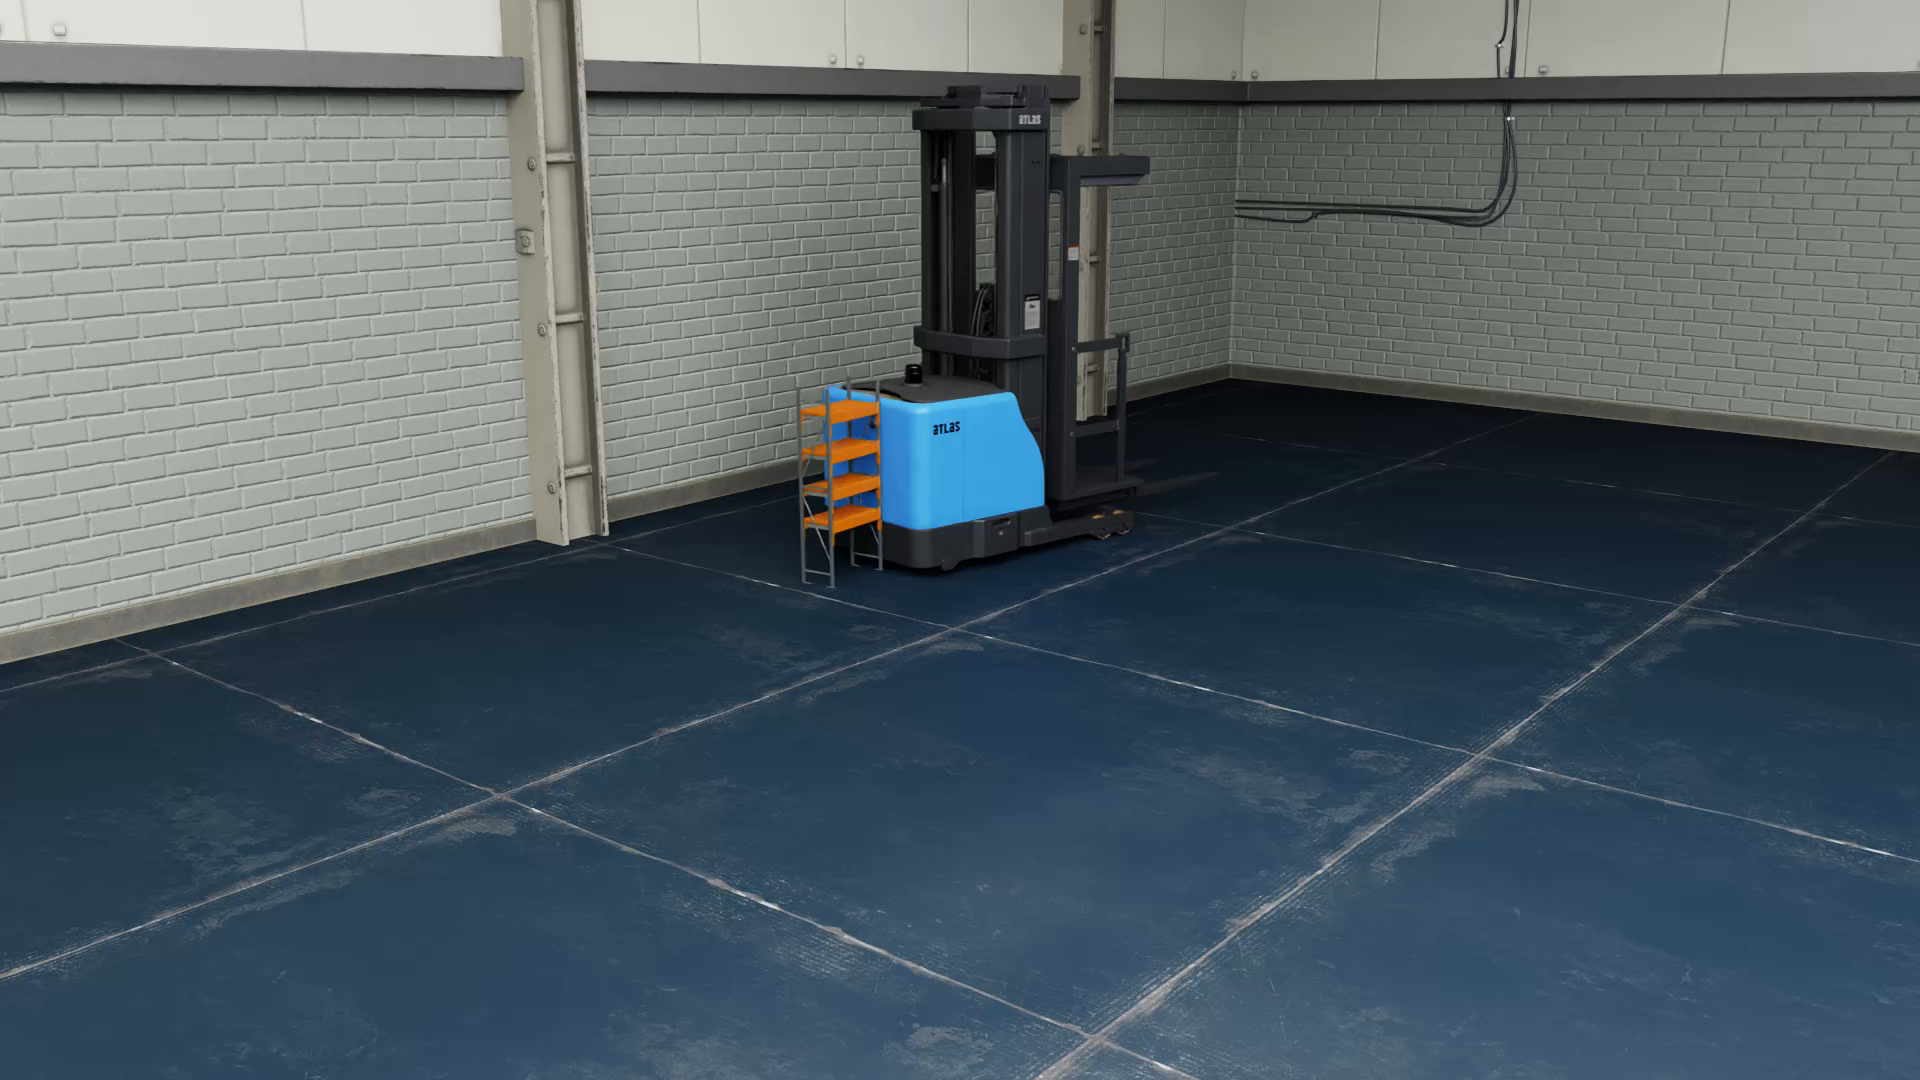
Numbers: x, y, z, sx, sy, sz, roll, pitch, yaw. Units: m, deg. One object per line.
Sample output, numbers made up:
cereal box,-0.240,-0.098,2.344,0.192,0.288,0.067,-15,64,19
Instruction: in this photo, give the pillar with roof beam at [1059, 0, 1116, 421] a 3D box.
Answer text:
pillar with roof beam,4.504,-4.867,12.007,9.100,9.000,0.400,11,18,38

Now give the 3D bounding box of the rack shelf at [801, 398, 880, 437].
rack shelf,-0.727,-0.738,9.990,0.258,0.148,0.480,9,17,33

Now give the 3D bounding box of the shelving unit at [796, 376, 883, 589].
shelving unit,-0.724,-0.357,10.086,0.258,1.200,0.503,9,17,33

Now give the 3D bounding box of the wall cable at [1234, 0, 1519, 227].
wall cable,4.035,-4.388,16.427,3.097,2.526,0.112,11,18,38

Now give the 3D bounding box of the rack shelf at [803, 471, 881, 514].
rack shelf,-0.724,-0.291,10.102,0.258,0.148,0.480,9,17,33

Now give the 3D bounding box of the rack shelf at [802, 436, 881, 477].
rack shelf,-0.725,-0.508,10.048,0.258,0.148,0.480,9,17,33

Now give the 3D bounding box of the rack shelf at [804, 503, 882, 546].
rack shelf,-0.723,-0.099,10.150,0.258,0.148,0.480,9,17,33

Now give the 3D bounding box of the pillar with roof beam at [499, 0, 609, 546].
pillar with roof beam,0.733,-3.718,7.484,9.100,9.000,0.400,11,18,38

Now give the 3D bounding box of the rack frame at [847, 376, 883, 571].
rack frame,-0.589,-0.407,10.282,0.240,1.200,0.015,9,17,33

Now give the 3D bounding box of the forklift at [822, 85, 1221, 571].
forklift,0.547,-1.509,11.111,3.031,2.935,1.130,-12,19,-40

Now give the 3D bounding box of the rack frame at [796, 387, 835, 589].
rack frame,-0.860,-0.307,9.889,0.240,1.200,0.015,9,17,33
